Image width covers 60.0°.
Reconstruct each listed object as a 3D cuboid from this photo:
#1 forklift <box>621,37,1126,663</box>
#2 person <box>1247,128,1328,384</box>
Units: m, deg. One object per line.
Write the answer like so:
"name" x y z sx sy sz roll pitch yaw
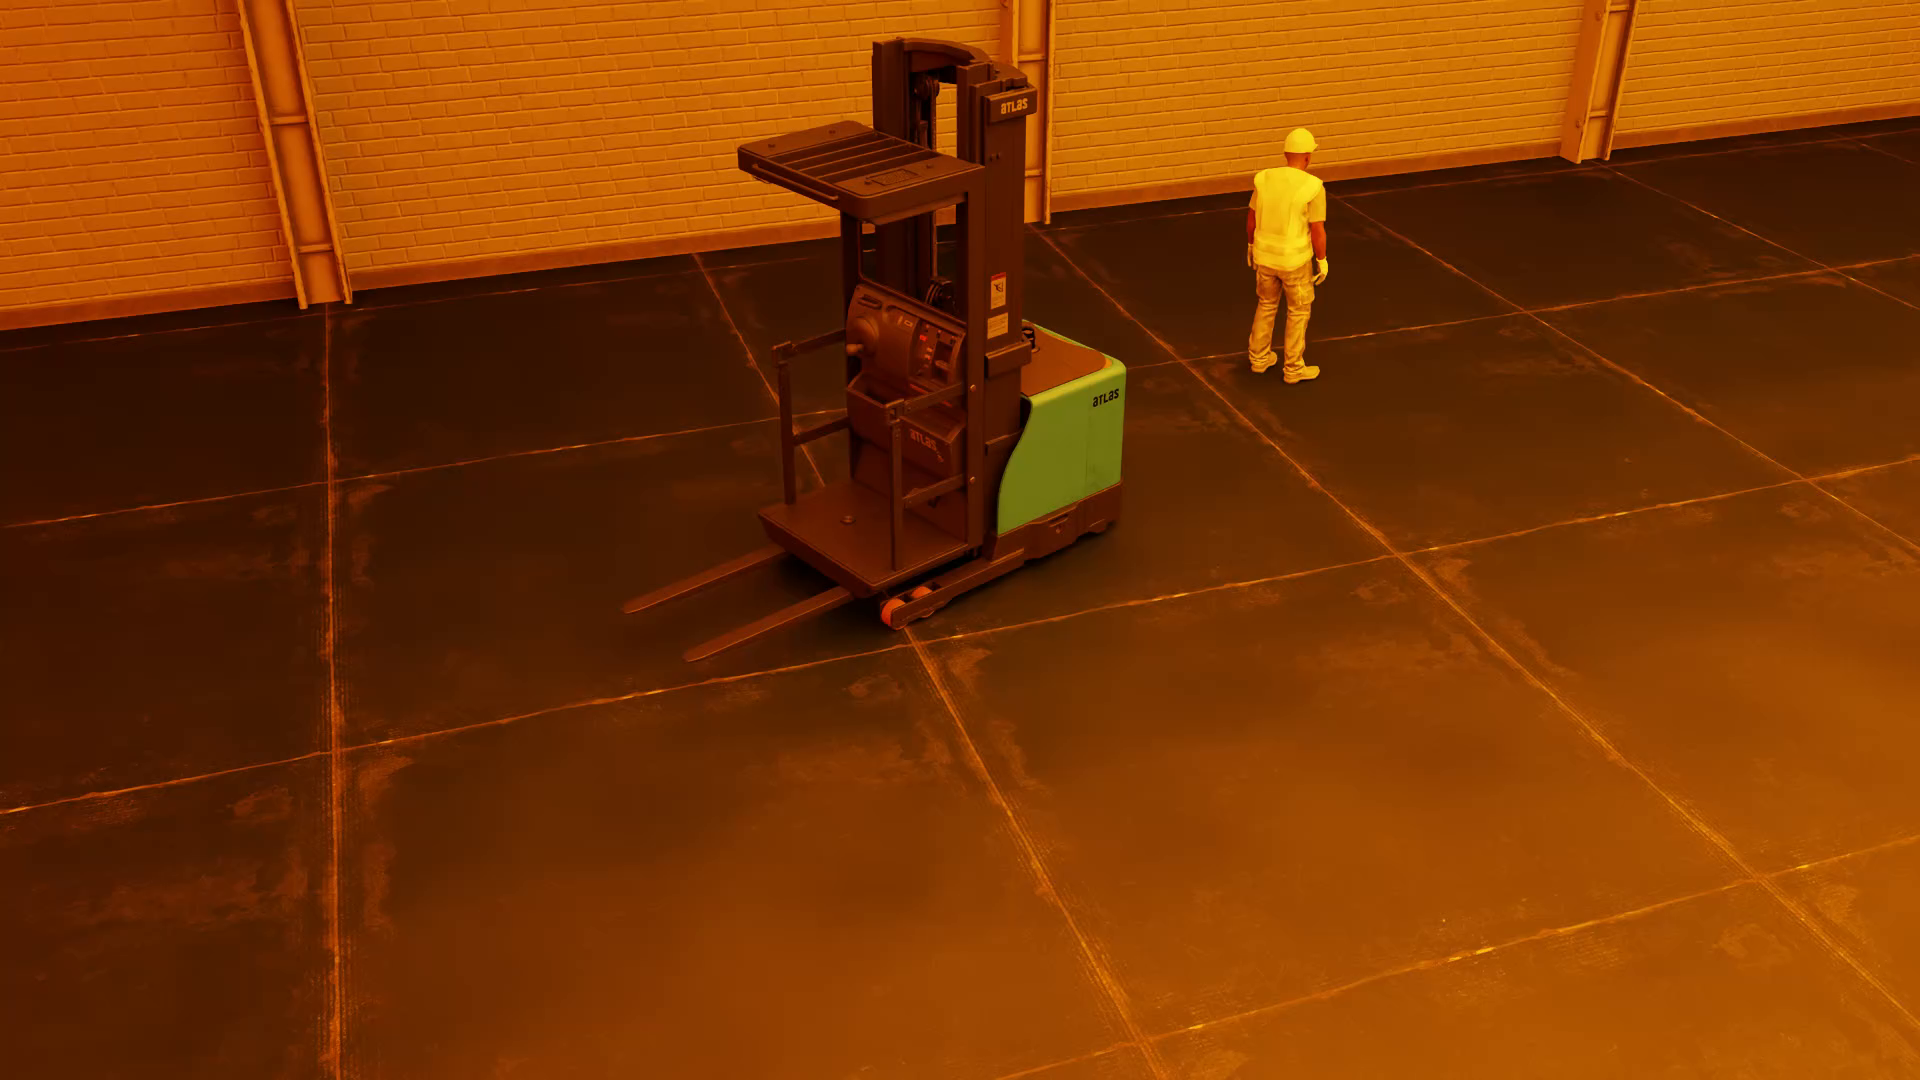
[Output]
"forklift" -0.461 -1.072 8.951 3.031 2.935 1.130 -23 37 -34
"person" 2.303 -2.002 11.731 0.626 1.773 0.451 24 37 35
